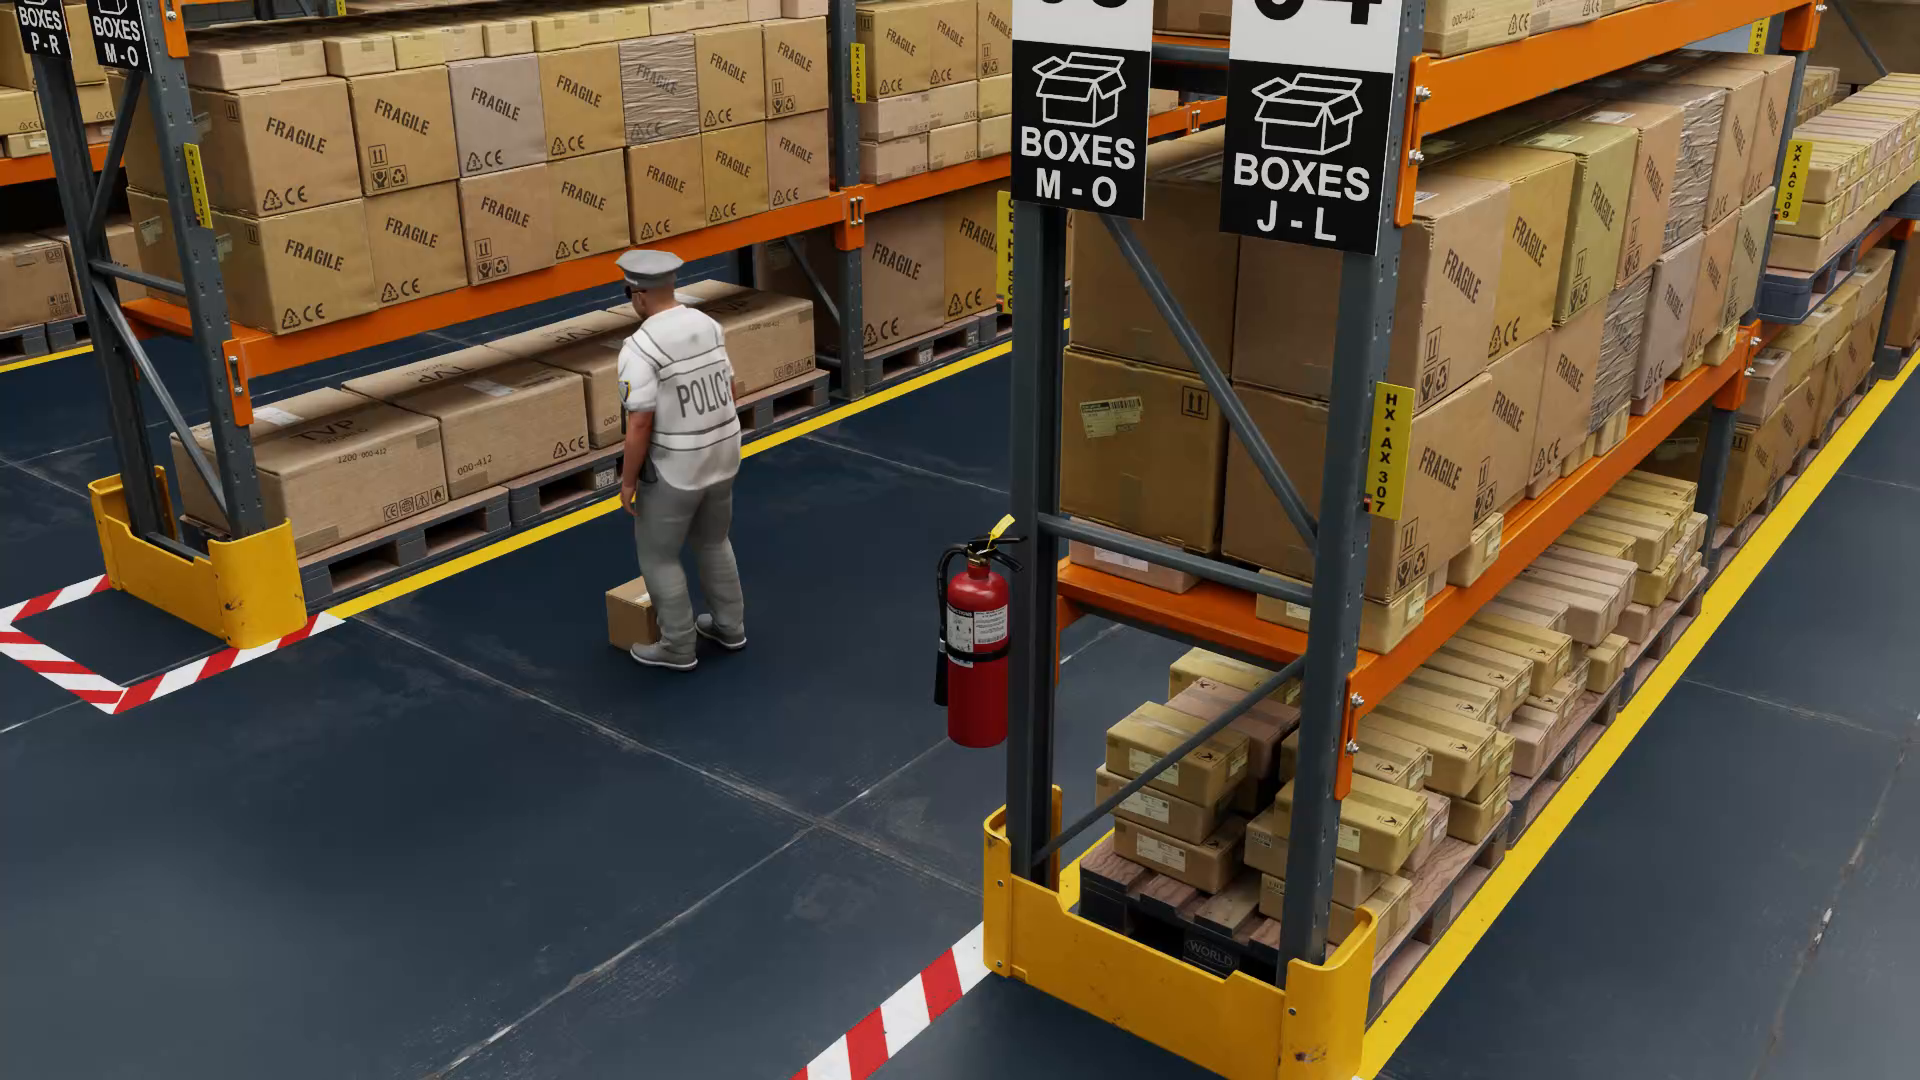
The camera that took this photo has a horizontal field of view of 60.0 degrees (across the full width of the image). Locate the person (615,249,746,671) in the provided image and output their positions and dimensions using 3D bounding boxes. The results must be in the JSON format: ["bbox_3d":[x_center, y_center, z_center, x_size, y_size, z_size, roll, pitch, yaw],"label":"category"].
[{"bbox_3d":[-1.142,-0.301,6.784,0.465,1.748,0.584,17,28,33],"label":"person"}]
